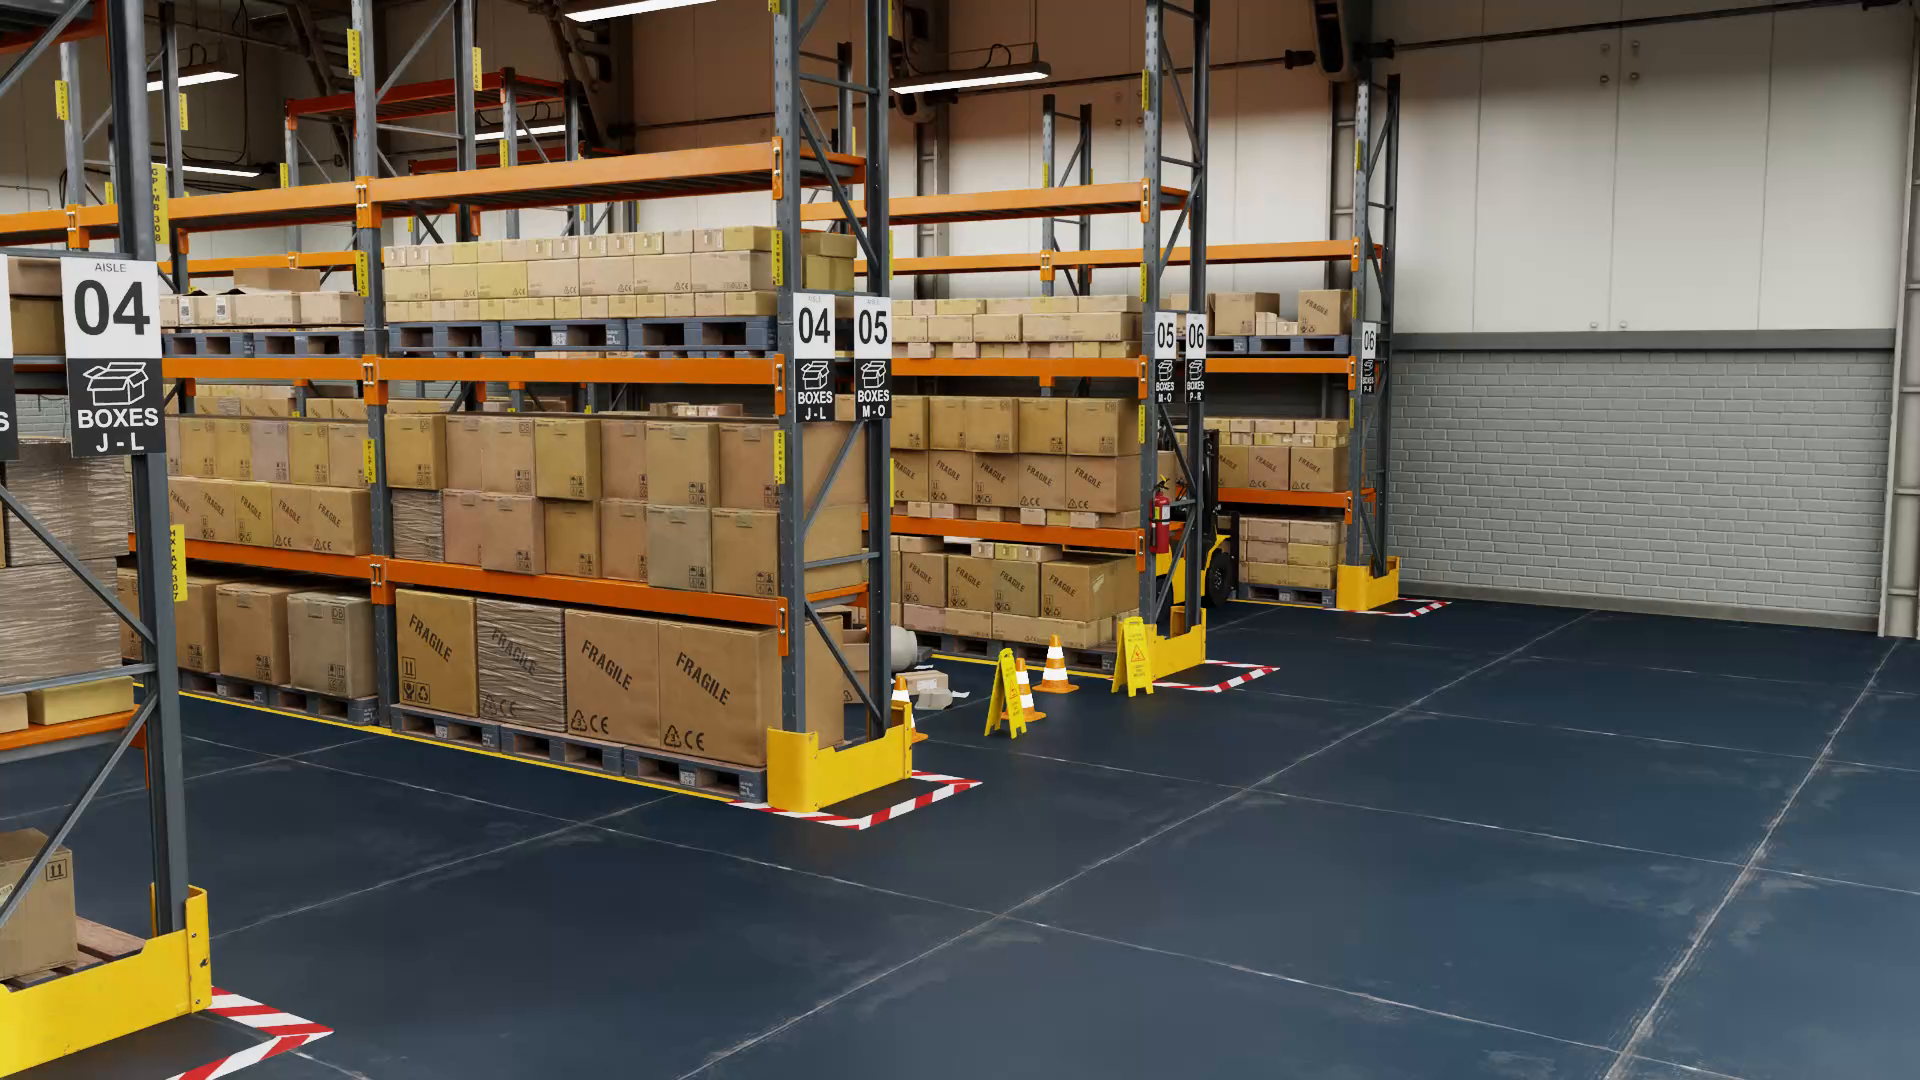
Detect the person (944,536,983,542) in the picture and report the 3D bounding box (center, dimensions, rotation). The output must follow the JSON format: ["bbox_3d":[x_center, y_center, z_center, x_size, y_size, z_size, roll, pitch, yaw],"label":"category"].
[{"bbox_3d":[-0.003,0.183,19.073,0.492,1.096,0.991,4,7,31],"label":"person"}]
